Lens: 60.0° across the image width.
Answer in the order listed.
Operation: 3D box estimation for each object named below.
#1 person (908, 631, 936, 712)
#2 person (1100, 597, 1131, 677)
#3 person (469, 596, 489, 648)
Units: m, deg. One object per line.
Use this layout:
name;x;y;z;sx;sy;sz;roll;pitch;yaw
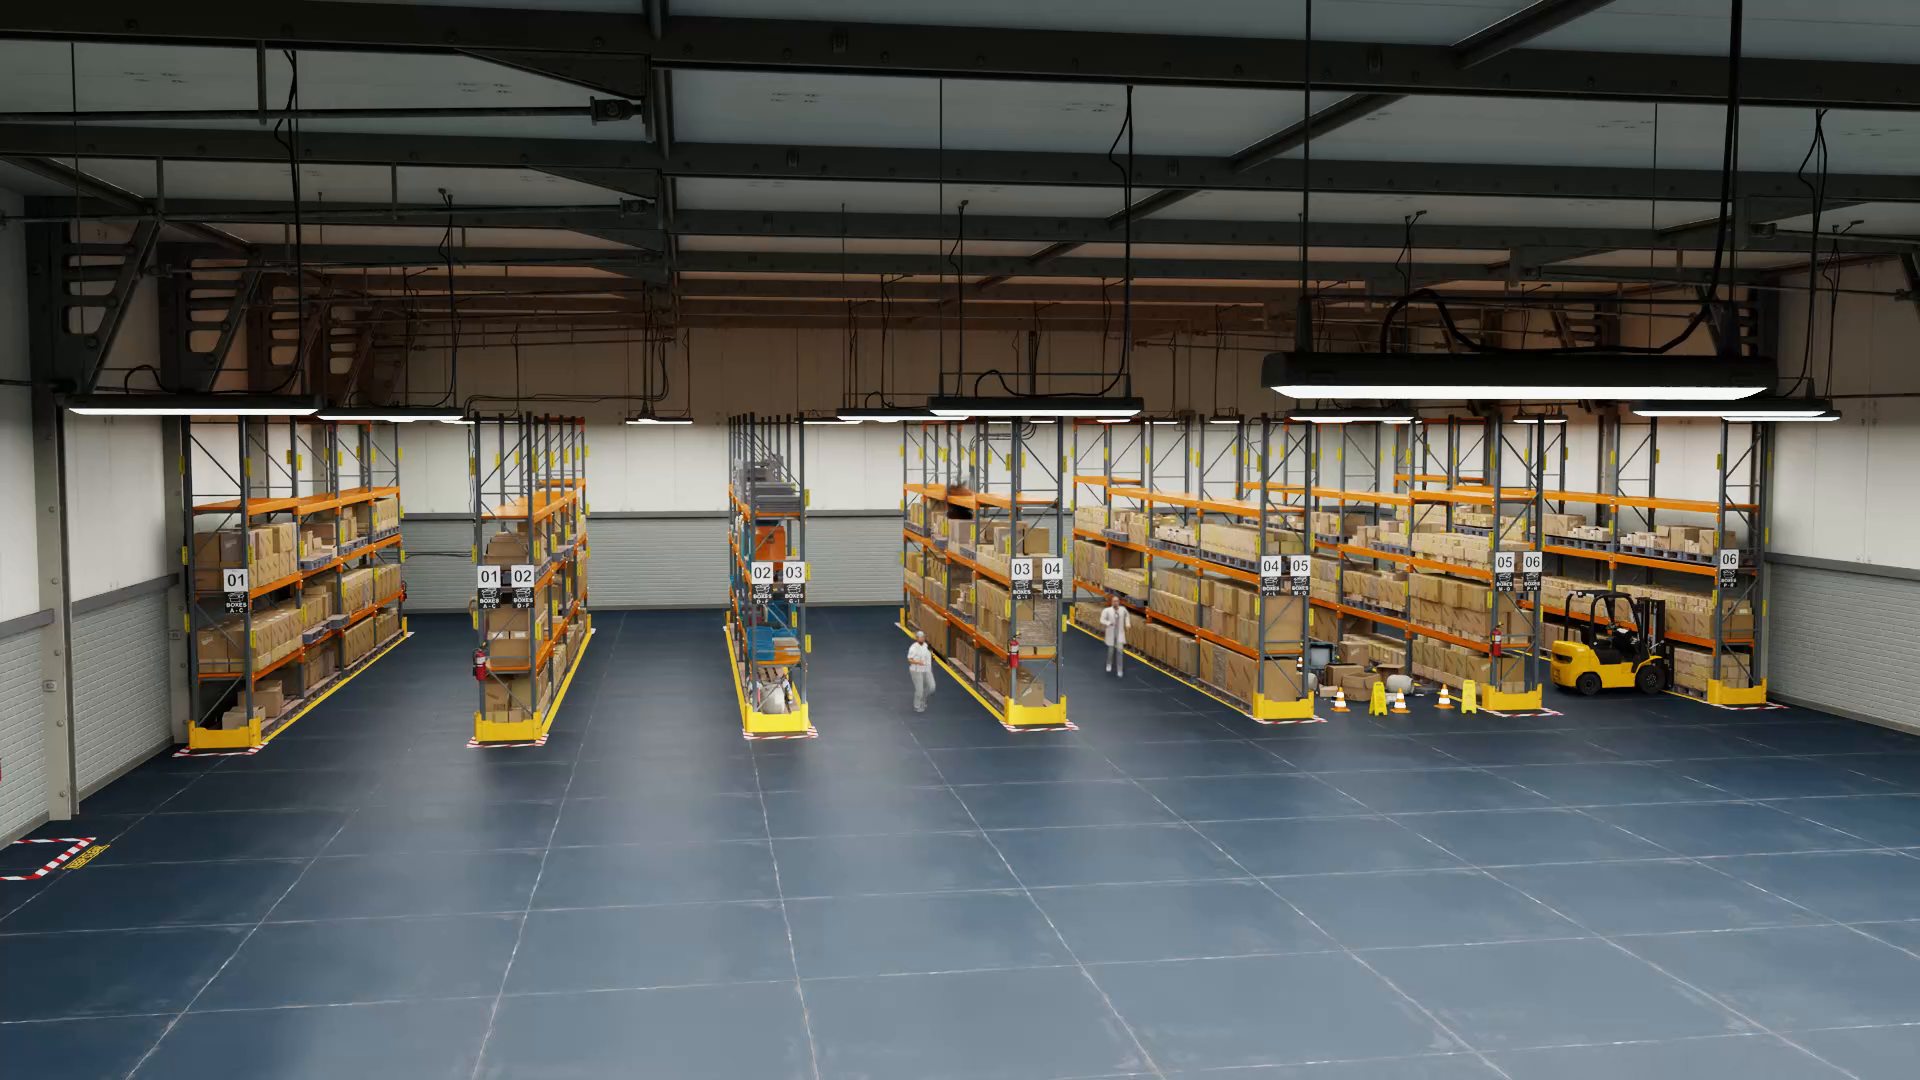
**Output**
person;-0.738;2.638;33.345;0.593;1.622;0.545;-3;5;-34
person;3.585;2.221;38.455;0.733;1.845;0.892;0;4;-5
person;-12.174;2.019;42.278;0.602;1.668;0.796;-1;4;-14
